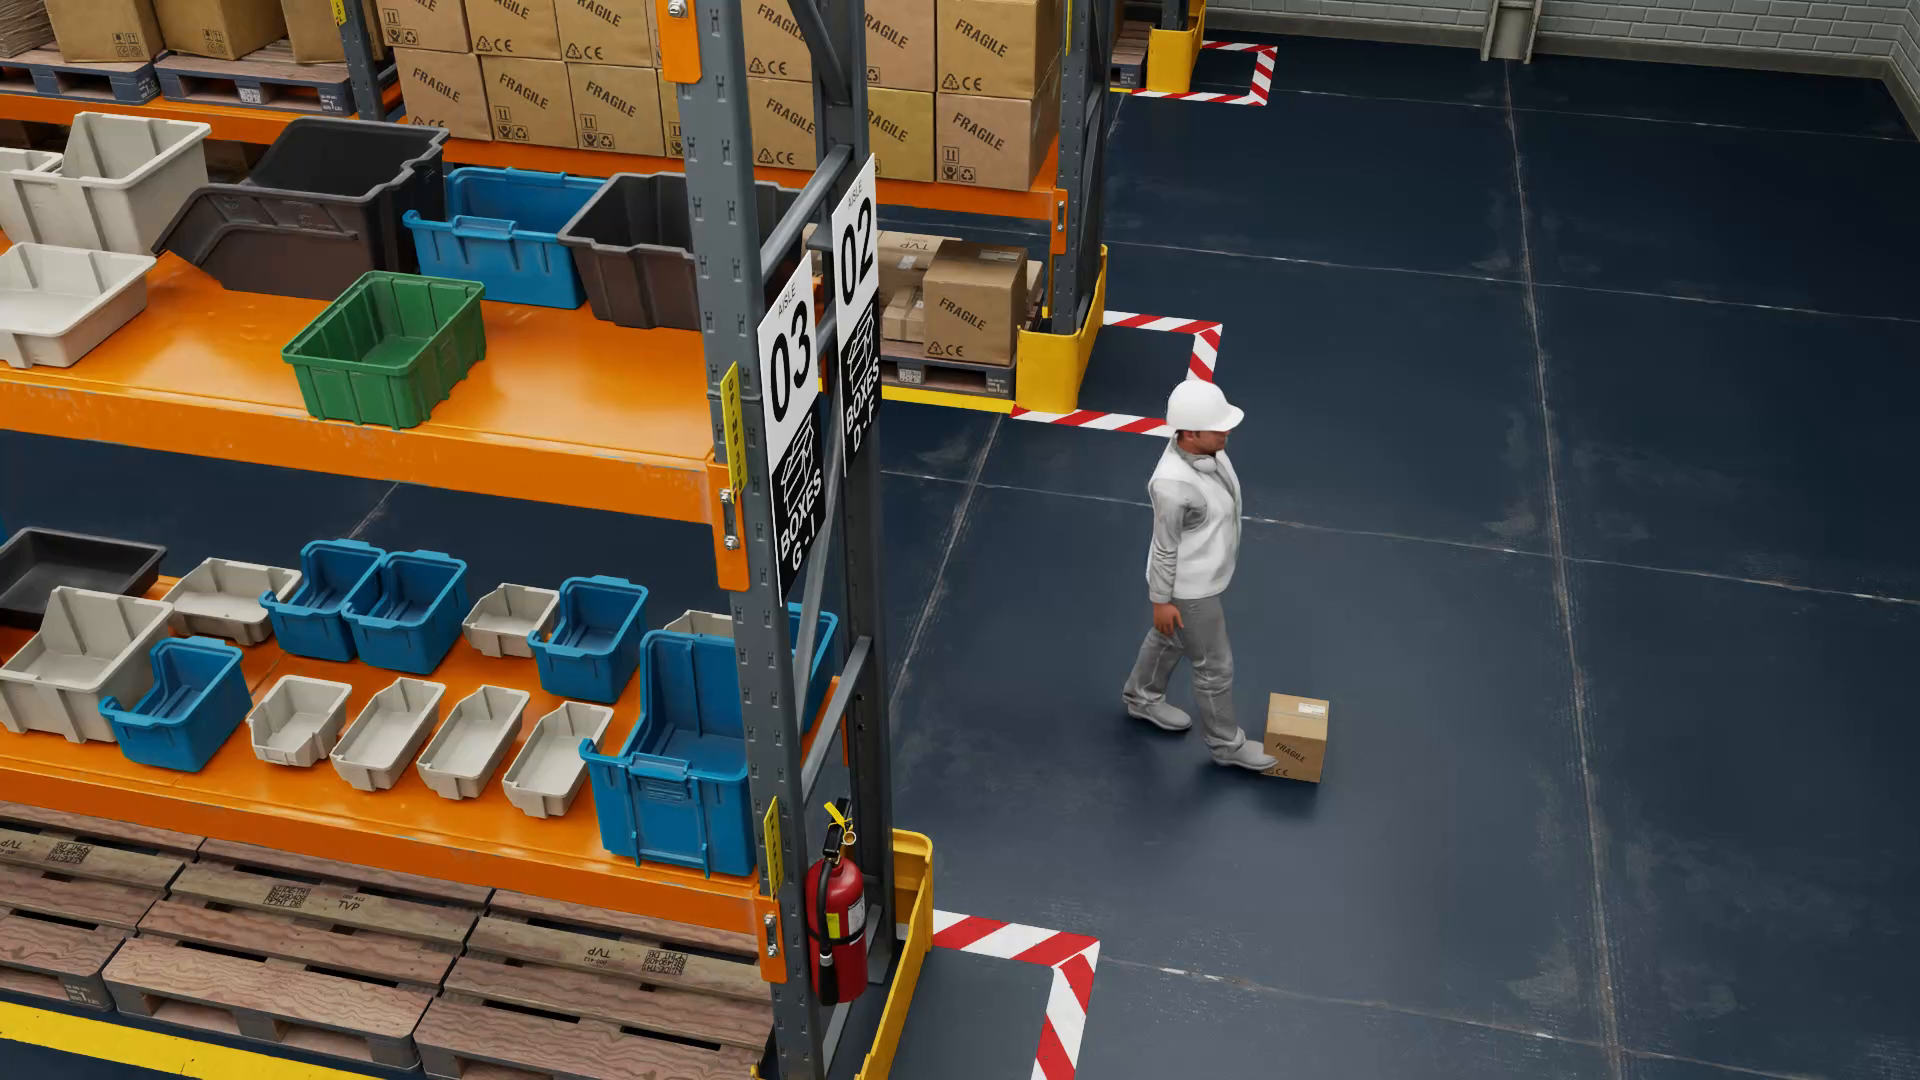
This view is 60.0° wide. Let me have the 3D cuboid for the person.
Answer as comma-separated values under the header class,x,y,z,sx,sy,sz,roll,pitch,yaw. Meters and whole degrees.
class,x,y,z,sx,sy,sz,roll,pitch,yaw
person,1.053,0.141,6.744,0.735,1.759,0.556,10,38,14
